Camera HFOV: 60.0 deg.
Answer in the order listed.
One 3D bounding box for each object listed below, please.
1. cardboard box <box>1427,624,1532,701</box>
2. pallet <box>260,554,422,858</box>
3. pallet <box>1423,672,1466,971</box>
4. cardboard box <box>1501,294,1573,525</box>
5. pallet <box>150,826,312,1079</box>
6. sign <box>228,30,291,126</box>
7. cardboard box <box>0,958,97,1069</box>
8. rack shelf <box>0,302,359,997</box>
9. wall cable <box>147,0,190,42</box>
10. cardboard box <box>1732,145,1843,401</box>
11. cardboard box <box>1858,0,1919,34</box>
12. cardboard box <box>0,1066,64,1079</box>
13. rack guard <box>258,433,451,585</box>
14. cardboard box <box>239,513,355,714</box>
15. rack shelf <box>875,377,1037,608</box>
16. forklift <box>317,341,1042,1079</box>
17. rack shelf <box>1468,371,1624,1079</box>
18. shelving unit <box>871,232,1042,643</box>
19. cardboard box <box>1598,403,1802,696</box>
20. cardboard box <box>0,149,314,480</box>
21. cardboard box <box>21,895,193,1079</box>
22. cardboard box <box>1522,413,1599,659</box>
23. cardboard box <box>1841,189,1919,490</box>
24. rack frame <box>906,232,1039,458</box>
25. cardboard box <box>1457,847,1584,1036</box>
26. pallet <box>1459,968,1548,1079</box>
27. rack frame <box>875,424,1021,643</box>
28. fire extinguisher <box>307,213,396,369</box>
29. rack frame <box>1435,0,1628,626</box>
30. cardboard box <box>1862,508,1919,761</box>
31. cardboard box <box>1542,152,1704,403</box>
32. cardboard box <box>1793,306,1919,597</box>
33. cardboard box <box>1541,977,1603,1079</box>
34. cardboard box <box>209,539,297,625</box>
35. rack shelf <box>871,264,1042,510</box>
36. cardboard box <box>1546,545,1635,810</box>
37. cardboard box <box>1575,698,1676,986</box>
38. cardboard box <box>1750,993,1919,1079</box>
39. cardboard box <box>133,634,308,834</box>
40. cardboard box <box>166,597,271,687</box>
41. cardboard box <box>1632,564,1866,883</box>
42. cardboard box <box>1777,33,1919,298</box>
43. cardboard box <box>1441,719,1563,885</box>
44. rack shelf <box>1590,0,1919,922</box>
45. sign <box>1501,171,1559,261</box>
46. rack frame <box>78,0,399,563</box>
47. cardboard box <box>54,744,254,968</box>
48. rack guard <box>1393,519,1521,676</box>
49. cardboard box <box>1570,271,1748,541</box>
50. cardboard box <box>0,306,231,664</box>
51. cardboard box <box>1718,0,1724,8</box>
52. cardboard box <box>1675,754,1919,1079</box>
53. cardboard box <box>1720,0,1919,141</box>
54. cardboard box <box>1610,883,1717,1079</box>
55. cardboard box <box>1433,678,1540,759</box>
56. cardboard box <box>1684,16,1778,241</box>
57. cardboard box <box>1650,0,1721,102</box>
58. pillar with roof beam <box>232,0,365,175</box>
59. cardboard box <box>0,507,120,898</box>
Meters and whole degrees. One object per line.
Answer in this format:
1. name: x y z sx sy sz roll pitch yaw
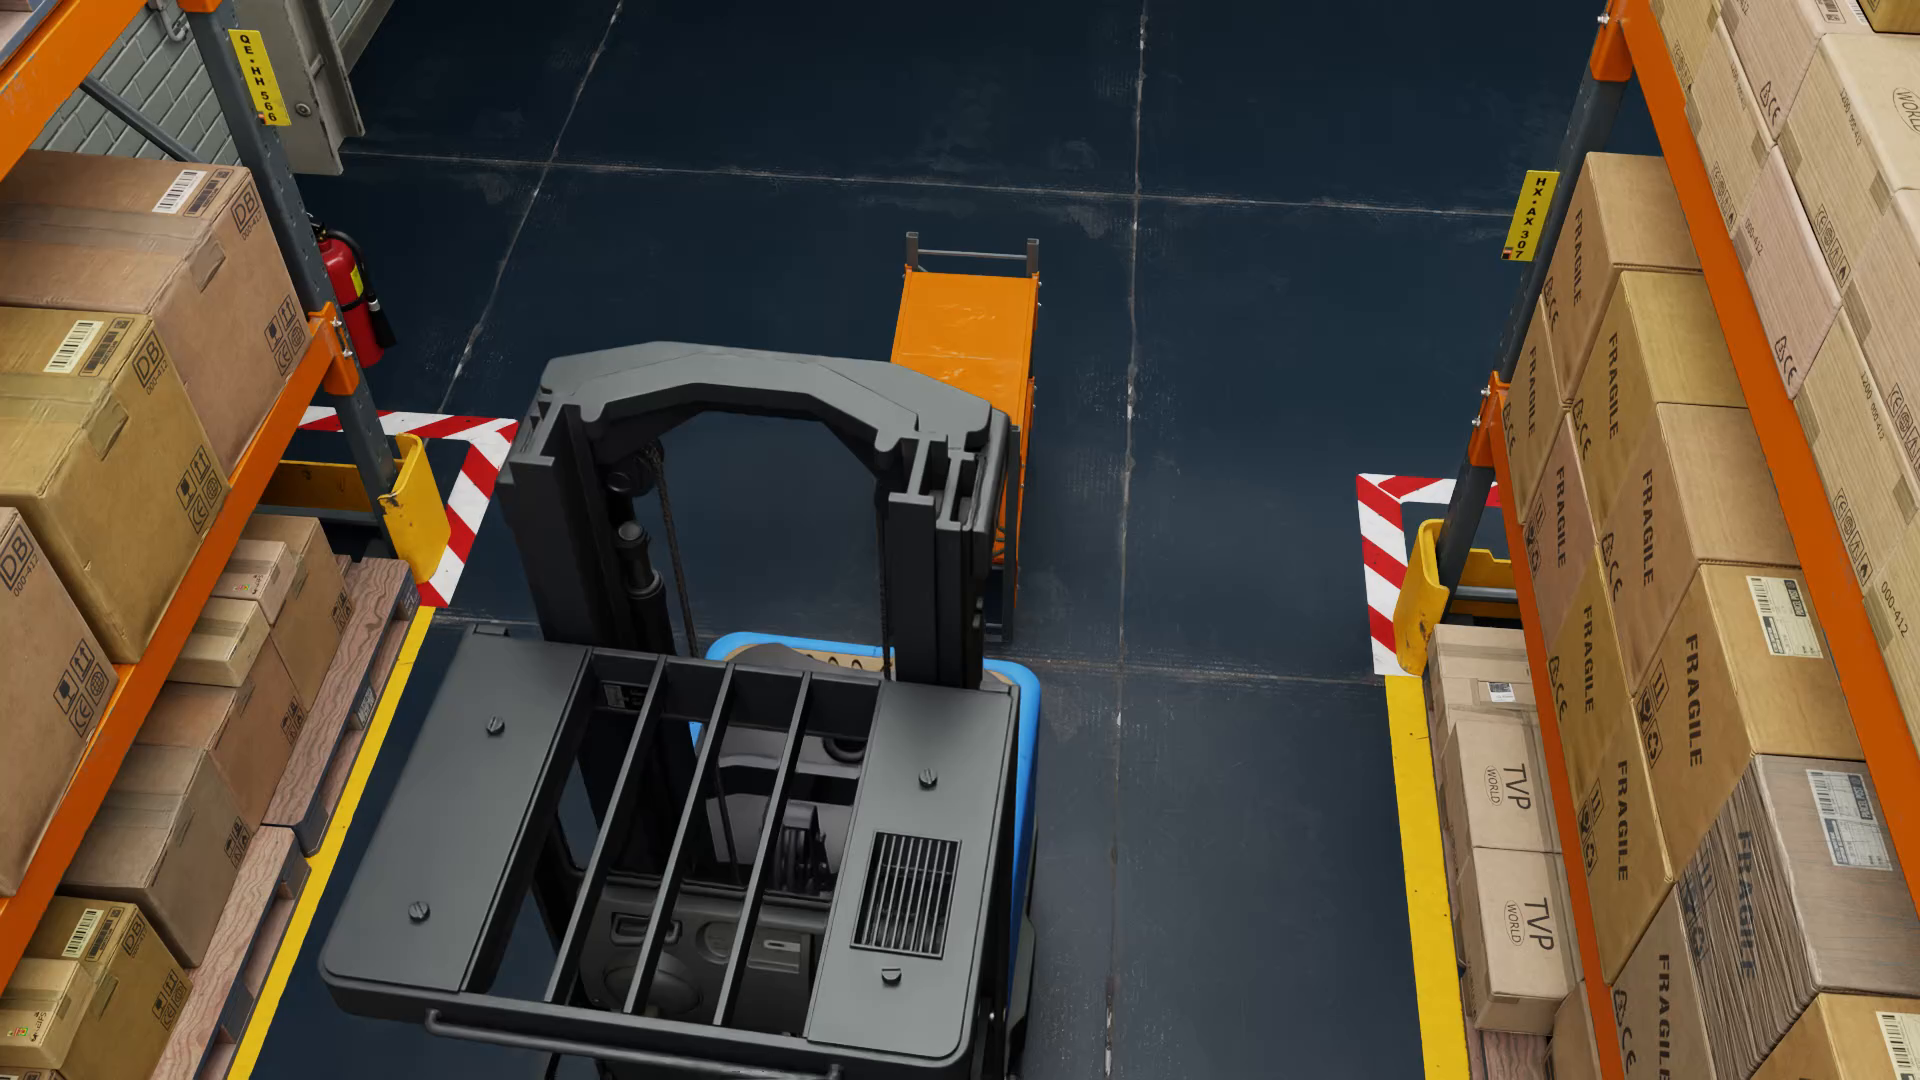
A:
1. cardboard box: 1.884 0.451 5.939 0.380 0.149 0.250 4 48 4
2. pallet: -2.664 0.556 6.098 1.003 0.211 1.213 4 48 4
3. pallet: 2.186 0.936 5.751 1.003 0.211 1.213 4 48 4
4. cardboard box: 1.962 -0.373 4.990 0.500 0.500 0.500 5 48 4
5. pallet: -2.777 1.450 5.281 1.003 0.211 1.213 4 48 4
6. sign: -2.130 -1.402 5.054 0.100 0.325 0.005 4 48 4
7. cardboard box: -2.603 1.279 4.517 0.380 0.149 0.250 3 48 2
8. rack shelf: -2.851 0.735 4.533 1.077 0.370 4.000 4 48 4
9. wall cable: -3.494 -2.325 6.155 0.084 1.984 1.851 4 48 4
10. cardboard box: 1.862 -0.515 3.257 0.500 0.250 0.500 4 48 4
11. cardboard box: 2.104 -1.291 3.120 0.700 0.500 0.500 4 48 4
12. cardboard box: -2.814 1.752 4.524 0.700 0.500 0.500 3 48 3
13. rack guard: -2.666 -0.152 6.550 1.175 0.500 0.348 4 48 4
14. cardboard box: -2.633 0.245 5.902 0.700 0.500 0.500 4 48 4
15. rack shelf: 0.001 -0.220 6.520 0.538 0.278 1.000 4 48 4
16. forklift: -0.464 1.133 3.727 1.130 2.935 3.031 6 48 6
17. rack shelf: 2.082 1.065 4.231 1.077 0.370 4.000 4 48 4
18. shelving unit: 0.001 -0.385 6.339 0.538 1.125 1.048 4 48 4
19. cardboard box: 1.871 0.042 3.934 0.500 0.500 0.500 4 48 4
20. cardboard box: -2.705 -0.704 5.157 0.980 0.700 0.700 6 48 5
21. cardboard box: -2.765 1.375 4.869 0.700 0.500 0.500 5 48 4
22. cardboard box: 1.920 0.007 4.643 0.500 0.500 0.500 3 48 3
23. cardboard box: 1.817 -0.316 2.736 0.500 0.250 0.500 4 48 4
24. rack frame: 0.047 -0.758 6.681 0.500 1.125 0.032 4 48 4
25. cardboard box: 1.842 1.247 5.142 0.500 0.250 0.500 4 48 4
26. pallet: 2.072 1.830 4.934 1.003 0.211 1.213 4 48 4
27. rack frame: -0.046 -0.011 5.998 0.500 1.125 0.032 4 48 4
28. fire extinguisher: -2.195 -0.906 5.851 0.296 0.674 0.183 4 48 4
29. rack frame: 2.265 -0.647 5.309 1.000 3.000 0.127 4 48 4
30. cardboard box: 1.773 0.220 2.585 0.500 0.250 0.500 4 48 4
31. cardboard box: 1.962 -0.710 4.621 0.500 0.500 0.500 5 48 5
32. cardboard box: 1.823 -0.147 2.920 0.500 0.250 0.500 4 48 4
33. cardboard box: 2.066 1.605 4.643 0.797 0.503 0.637 4 48 4
34. cardboard box: -2.463 0.133 5.565 0.380 0.149 0.250 3 48 3
35. rack shelf: 0.001 -0.582 6.123 0.538 0.278 1.000 4 48 4
36. cardboard box: 1.871 0.375 4.306 0.500 0.500 0.500 4 48 3
37. cardboard box: 1.824 0.742 3.970 0.500 0.500 0.500 4 48 4
38. cardboard box: 1.732 1.155 2.915 0.500 0.500 0.500 3 48 3
39. cardboard box: -2.678 0.613 5.566 0.700 0.500 0.500 4 48 3
40. cardboard box: -2.486 0.321 5.394 0.380 0.149 0.250 5 48 5
41. cardboard box: 1.826 0.415 3.592 0.500 0.500 0.500 3 48 3
42. cardboard box: 1.867 -0.683 3.072 0.500 0.250 0.500 4 48 4
43. cardboard box: 1.887 0.880 5.478 0.500 0.250 0.500 4 48 4
44. rack shelf: 2.082 0.053 3.124 1.077 0.370 4.000 4 48 4
45. sign: 1.724 -0.976 5.023 0.100 0.325 0.005 4 48 4
46. rack frame: -2.669 -0.978 5.612 1.000 3.000 0.127 4 48 4
47. cardboard box: -2.724 0.983 5.228 0.700 0.500 0.500 2 48 2
48. rack guard: 2.258 0.252 6.181 1.175 0.500 0.348 4 48 4
49. cardboard box: 1.922 -0.326 4.270 0.500 0.500 0.500 4 48 4
50. cardboard box: -2.760 -0.168 4.668 0.980 0.700 0.700 4 48 3
51. cardboard box: 1.959 -1.418 3.744 0.500 0.250 0.500 4 48 4
52. cardboard box: 1.779 0.785 3.254 0.500 0.500 0.500 4 48 4
53. cardboard box: 1.906 -1.051 3.408 0.500 0.250 0.500 4 48 4
54. cardboard box: 1.780 1.117 3.628 0.500 0.500 0.500 5 48 4
55. cardboard box: 1.862 0.629 5.764 0.380 0.166 0.250 4 48 4
56. cardboard box: 1.906 -0.882 3.593 0.500 0.250 0.500 4 48 4
57. cardboard box: 1.965 -1.249 3.928 0.500 0.250 0.500 4 48 4
58. pillar with roof beam: 1.003 -4.755 5.001 9.100 9.000 0.400 4 48 4
59. cardboard box: -2.839 0.391 4.156 0.980 0.700 0.700 2 48 2
